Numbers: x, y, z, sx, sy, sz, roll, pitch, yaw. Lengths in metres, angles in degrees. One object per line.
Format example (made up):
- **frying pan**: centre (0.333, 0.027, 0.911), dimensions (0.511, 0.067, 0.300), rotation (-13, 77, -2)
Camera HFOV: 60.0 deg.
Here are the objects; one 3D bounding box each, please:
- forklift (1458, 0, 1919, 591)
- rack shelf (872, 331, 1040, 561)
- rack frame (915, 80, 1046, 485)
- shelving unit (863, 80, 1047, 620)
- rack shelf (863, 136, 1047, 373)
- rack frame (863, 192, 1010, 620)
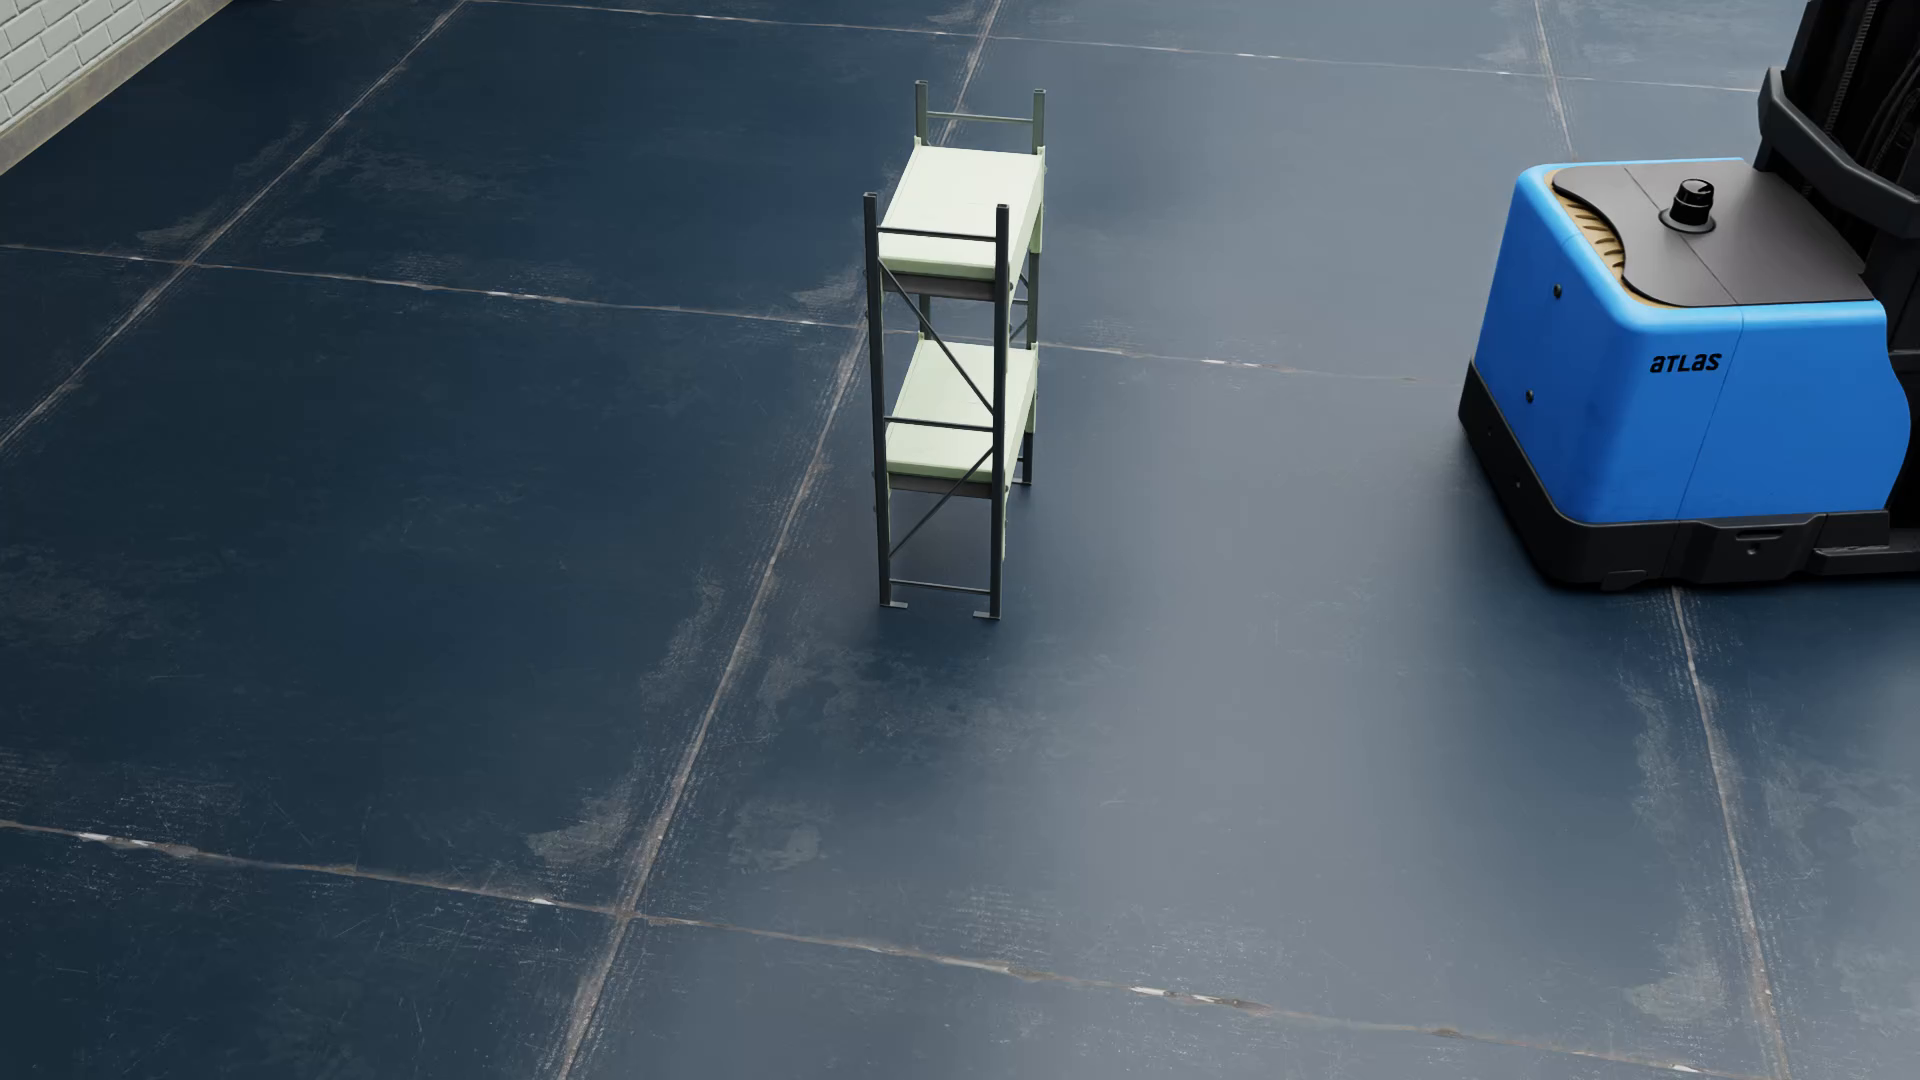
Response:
- **forklift**: centre (3.398, -1.336, 5.066), dimensions (3.031, 2.935, 1.130), rotation (-3, 40, -3)
- **rack shelf**: centre (-0.001, -0.323, 5.475), dimensions (0.431, 0.370, 0.720), rotation (6, 40, 8)
- **rack frame**: centre (0.062, -0.804, 5.545), dimensions (0.400, 1.500, 0.023), rotation (6, 40, 8)
- **shelving unit**: centre (-0.001, -0.574, 5.267), dimensions (0.431, 1.500, 0.755), rotation (6, 40, 8)
- **rack shelf**: centre (-0.001, -0.875, 5.018), dimensions (0.431, 0.370, 0.720), rotation (6, 40, 8)
- **rack frame**: centre (-0.064, -0.344, 4.989), dimensions (0.400, 1.500, 0.023), rotation (6, 40, 8)
